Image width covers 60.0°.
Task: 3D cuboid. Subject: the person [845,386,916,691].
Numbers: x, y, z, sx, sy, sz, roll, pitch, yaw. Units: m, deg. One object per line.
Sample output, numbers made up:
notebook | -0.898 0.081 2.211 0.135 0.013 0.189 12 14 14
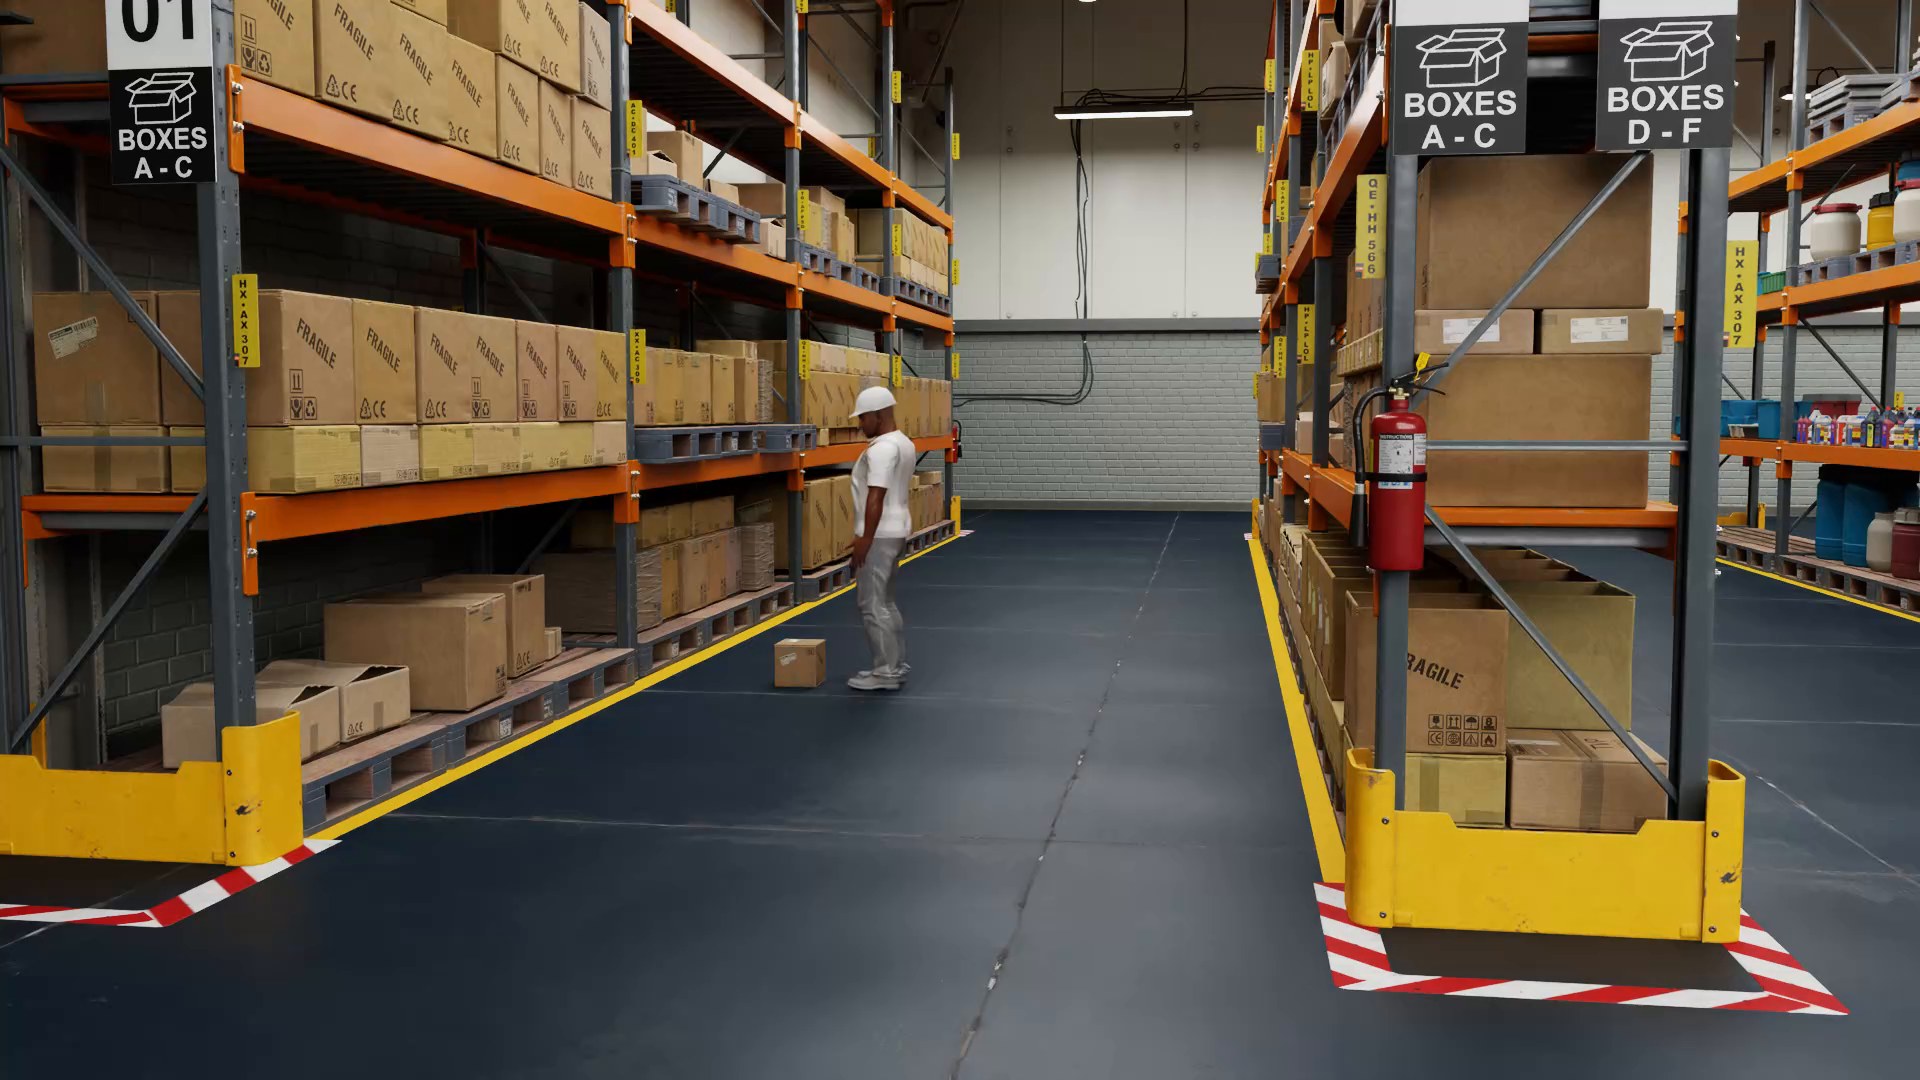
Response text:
person | -0.464 -0.015 9.723 0.368 1.759 0.568 1 5 10
